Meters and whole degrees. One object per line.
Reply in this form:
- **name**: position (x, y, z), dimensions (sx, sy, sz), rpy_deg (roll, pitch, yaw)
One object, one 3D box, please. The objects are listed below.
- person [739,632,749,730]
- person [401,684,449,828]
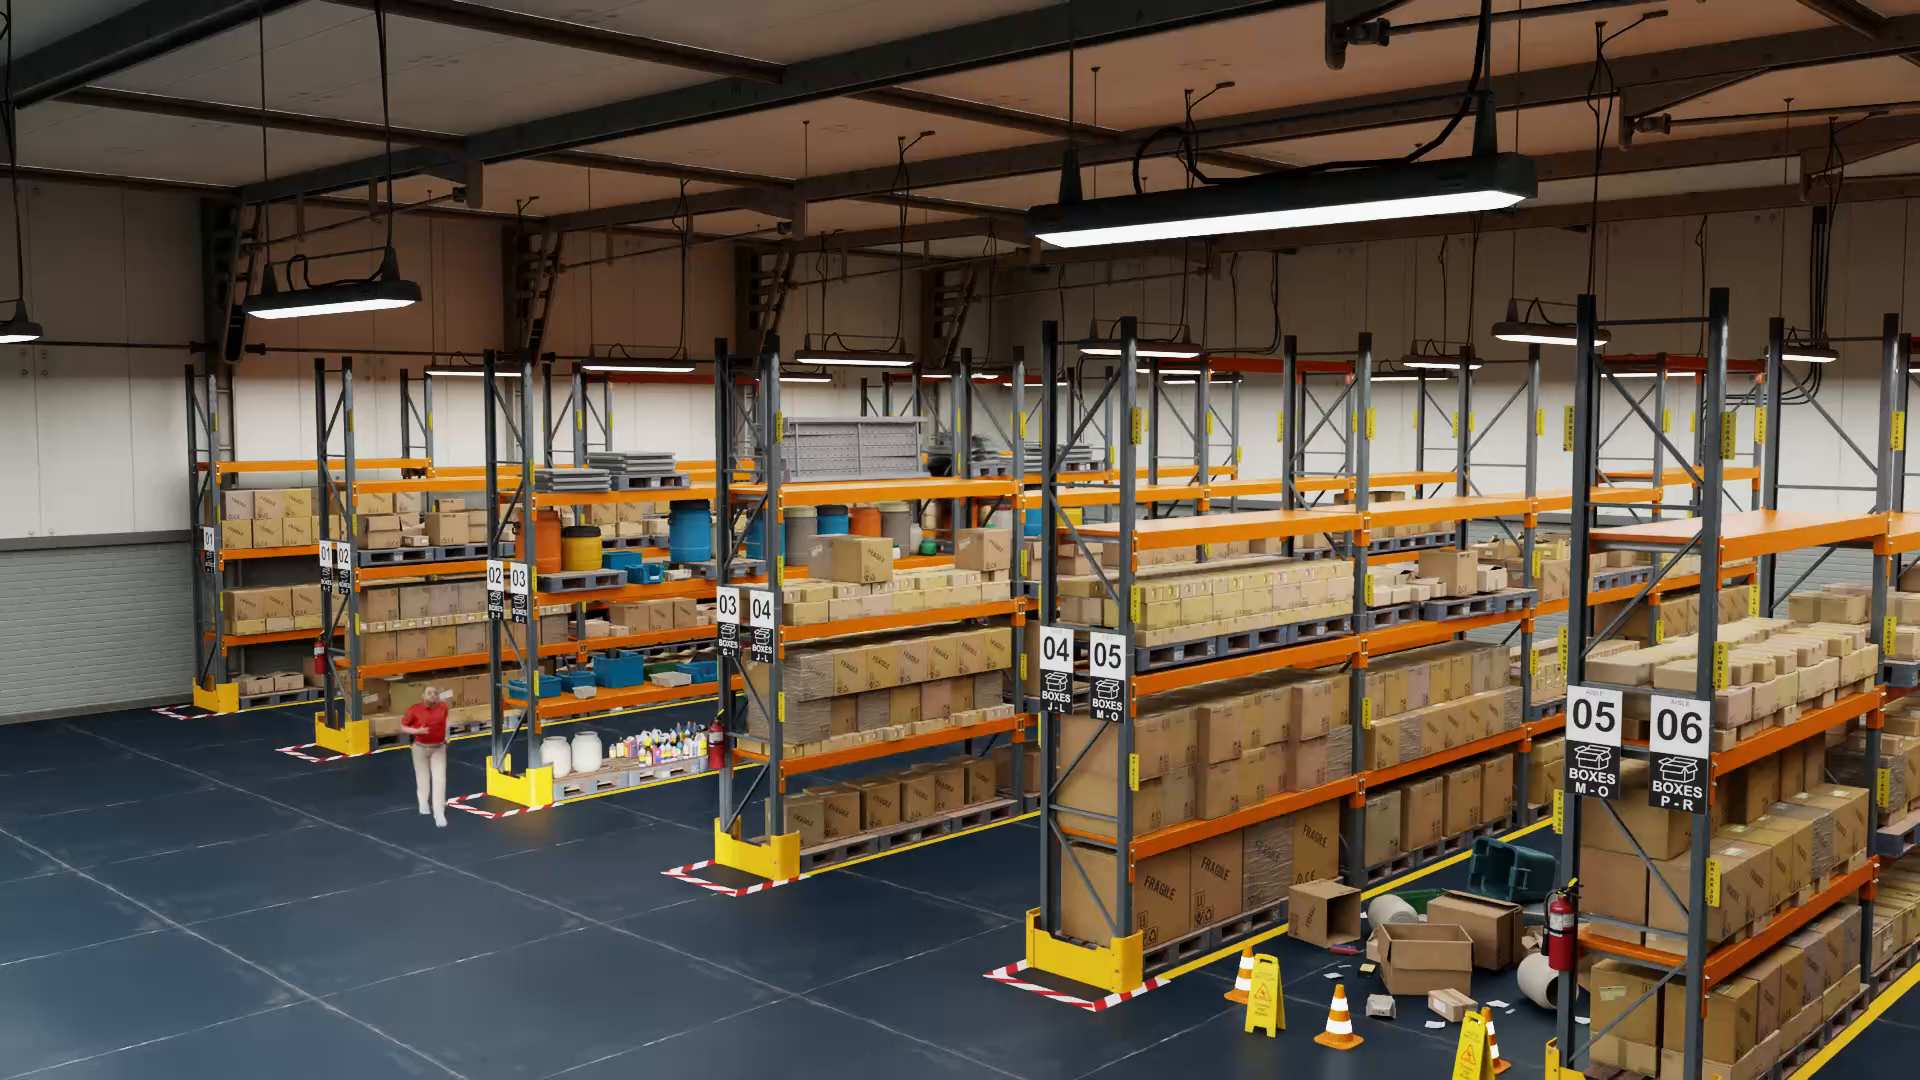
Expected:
- **person**: position (-3.251, 2.274, 27.282), dimensions (1.025, 1.712, 0.746), rpy_deg (-3, 5, -34)
- **person**: position (-6.736, 2.700, 21.014), dimensions (0.635, 1.776, 0.883), rpy_deg (-2, 5, -28)
